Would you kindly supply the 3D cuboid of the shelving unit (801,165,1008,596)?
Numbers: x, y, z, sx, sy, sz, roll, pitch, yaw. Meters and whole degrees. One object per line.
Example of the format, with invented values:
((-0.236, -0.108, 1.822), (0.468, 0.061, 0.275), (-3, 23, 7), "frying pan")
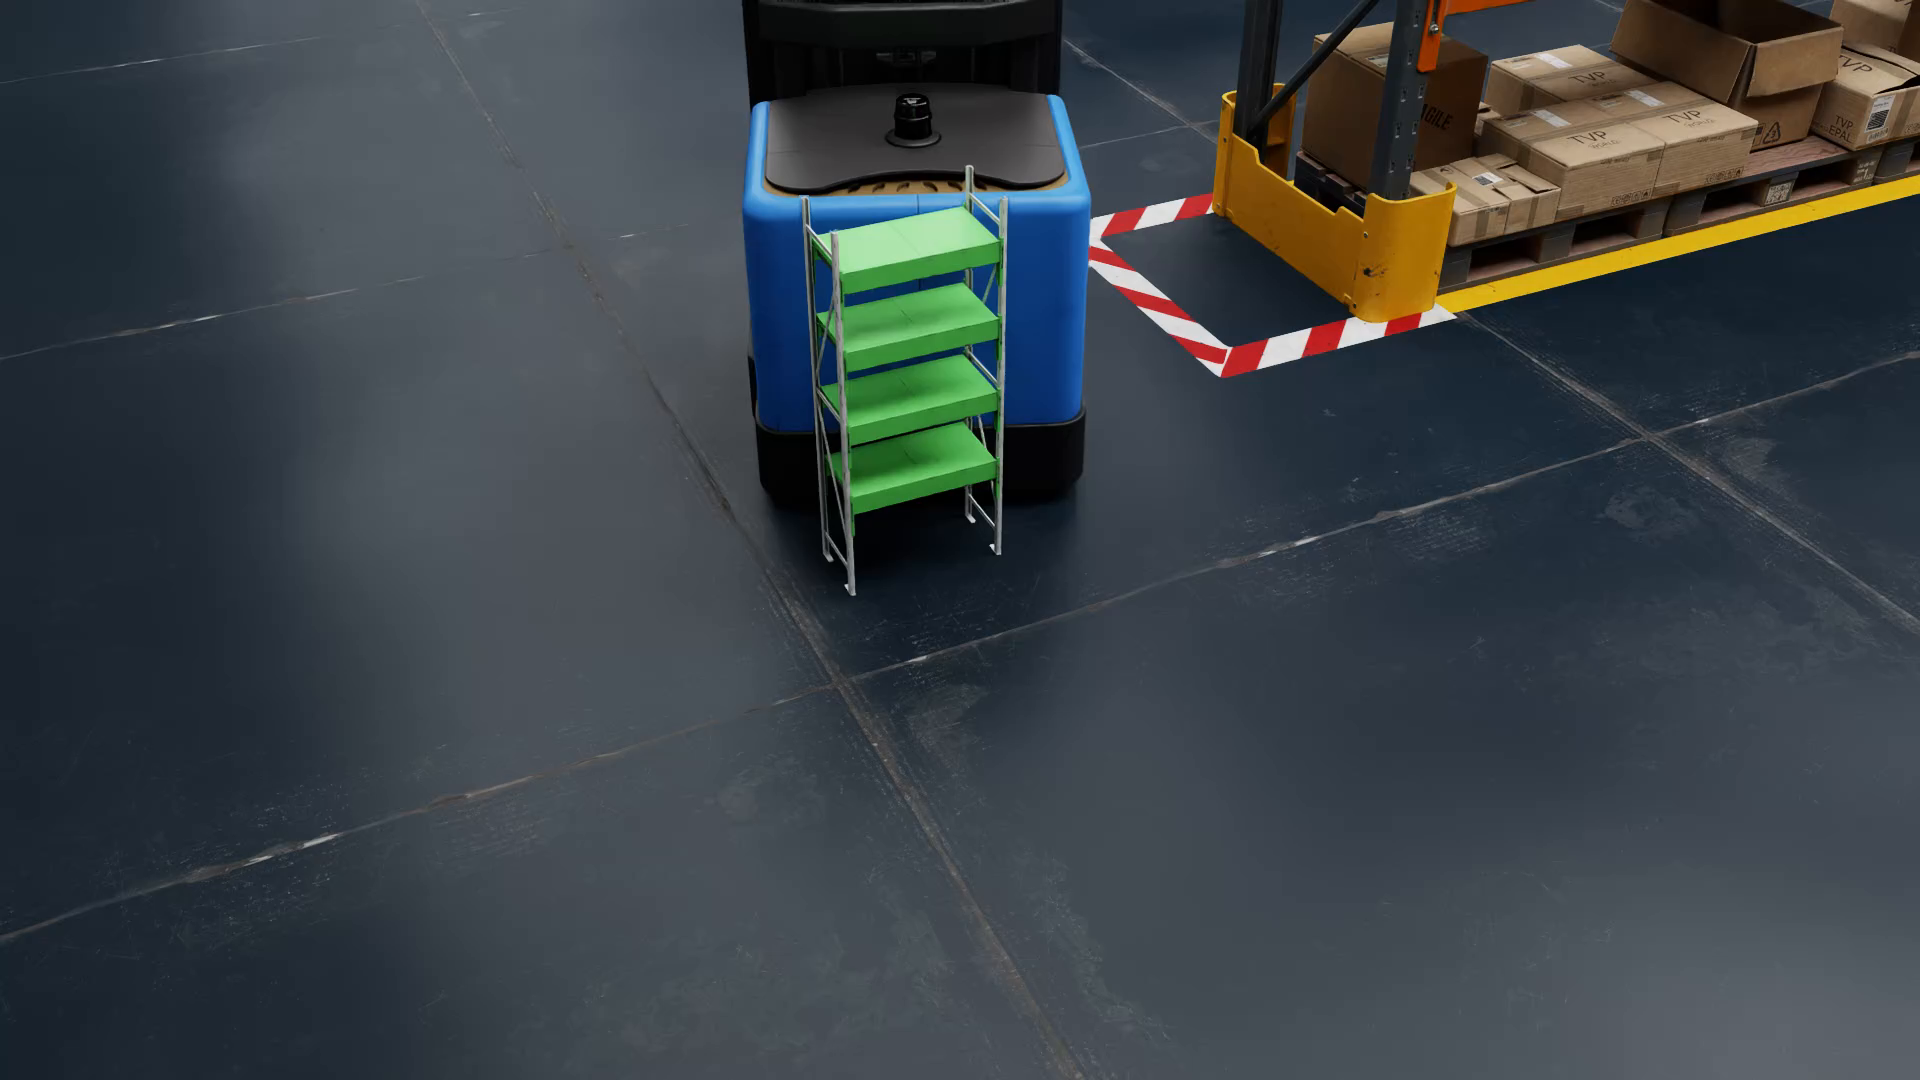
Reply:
((-0.150, -0.439, 4.834), (0.503, 1.200, 0.258), (-15, 39, -20), "shelving unit")

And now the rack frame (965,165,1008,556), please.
((0.072, -0.499, 4.916), (0.015, 1.200, 0.240), (-15, 39, -20), "rack frame")

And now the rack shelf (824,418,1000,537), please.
((-0.150, -0.195, 5.015), (0.480, 0.148, 0.258), (-15, 39, -20), "rack shelf")

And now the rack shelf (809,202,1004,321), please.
((-0.150, -0.773, 4.586), (0.480, 0.148, 0.258), (-15, 39, -20), "rack shelf")

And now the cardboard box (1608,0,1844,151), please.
((3.322, -2.070, 7.249), (0.637, 0.503, 0.797), (-16, 39, -20), "cardboard box")

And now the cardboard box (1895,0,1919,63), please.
((4.625, -2.249, 7.494), (0.500, 0.500, 0.500), (-16, 39, -20), "cardboard box")

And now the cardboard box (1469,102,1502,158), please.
((2.192, -1.725, 7.066), (0.250, 0.166, 0.380), (-16, 39, -20), "cardboard box")

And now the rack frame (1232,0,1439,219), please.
((1.400, -2.361, 5.916), (0.127, 3.000, 1.000), (-16, 39, -20), "rack frame")

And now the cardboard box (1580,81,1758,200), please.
((2.918, -1.671, 6.924), (0.500, 0.250, 0.500), (-16, 39, -20), "cardboard box")

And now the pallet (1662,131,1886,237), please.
((3.292, -1.769, 7.458), (1.213, 0.211, 1.003), (-16, 39, -20), "pallet")

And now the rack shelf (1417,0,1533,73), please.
((3.210, -2.579, 6.813), (4.000, 0.370, 1.077), (-16, 39, -20), "rack shelf")

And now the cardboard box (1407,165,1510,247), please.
((1.925, -1.314, 6.527), (0.250, 0.149, 0.380), (-16, 39, -20), "cardboard box")

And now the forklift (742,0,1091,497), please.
((-0.210, -2.171, 5.717), (1.130, 2.935, 3.031), (-2, 37, -3), "forklift")

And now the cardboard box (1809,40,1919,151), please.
((3.946, -1.984, 7.294), (0.500, 0.311, 0.500), (-16, 39, -20), "cardboard box")

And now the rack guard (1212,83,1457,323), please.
((1.468, -1.377, 6.686), (0.348, 0.500, 1.175), (-16, 39, -20), "rack guard")

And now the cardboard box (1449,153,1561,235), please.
((2.151, -1.384, 6.607), (0.250, 0.166, 0.380), (-16, 39, -20), "cardboard box")

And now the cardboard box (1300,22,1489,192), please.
((1.787, -1.805, 6.894), (0.500, 0.500, 0.500), (-16, 39, -20), "cardboard box")

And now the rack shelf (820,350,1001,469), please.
((-0.150, -0.387, 4.872), (0.480, 0.148, 0.258), (-15, 39, -20), "rack shelf")

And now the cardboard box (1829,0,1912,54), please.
((4.549, -2.481, 7.965), (0.500, 0.311, 0.500), (-16, 39, -20), "cardboard box")

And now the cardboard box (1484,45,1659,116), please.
((2.660, -1.928, 7.271), (0.500, 0.250, 0.500), (-16, 39, -20), "cardboard box")

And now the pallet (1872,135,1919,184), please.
((4.398, -2.080, 7.878), (1.213, 0.211, 1.003), (-16, 39, -20), "pallet")

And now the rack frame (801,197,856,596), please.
((-0.372, -0.378, 4.753), (0.015, 1.200, 0.240), (-15, 39, -20), "rack frame")

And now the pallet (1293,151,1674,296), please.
((2.190, -1.463, 7.045), (1.213, 0.211, 1.003), (-16, 39, -20), "pallet")

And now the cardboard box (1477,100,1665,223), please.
((2.465, -1.545, 6.754), (0.500, 0.250, 0.500), (-16, 39, -20), "cardboard box")

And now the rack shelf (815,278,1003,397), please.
((-0.150, -0.580, 4.729), (0.480, 0.148, 0.258), (-15, 39, -20), "rack shelf")
